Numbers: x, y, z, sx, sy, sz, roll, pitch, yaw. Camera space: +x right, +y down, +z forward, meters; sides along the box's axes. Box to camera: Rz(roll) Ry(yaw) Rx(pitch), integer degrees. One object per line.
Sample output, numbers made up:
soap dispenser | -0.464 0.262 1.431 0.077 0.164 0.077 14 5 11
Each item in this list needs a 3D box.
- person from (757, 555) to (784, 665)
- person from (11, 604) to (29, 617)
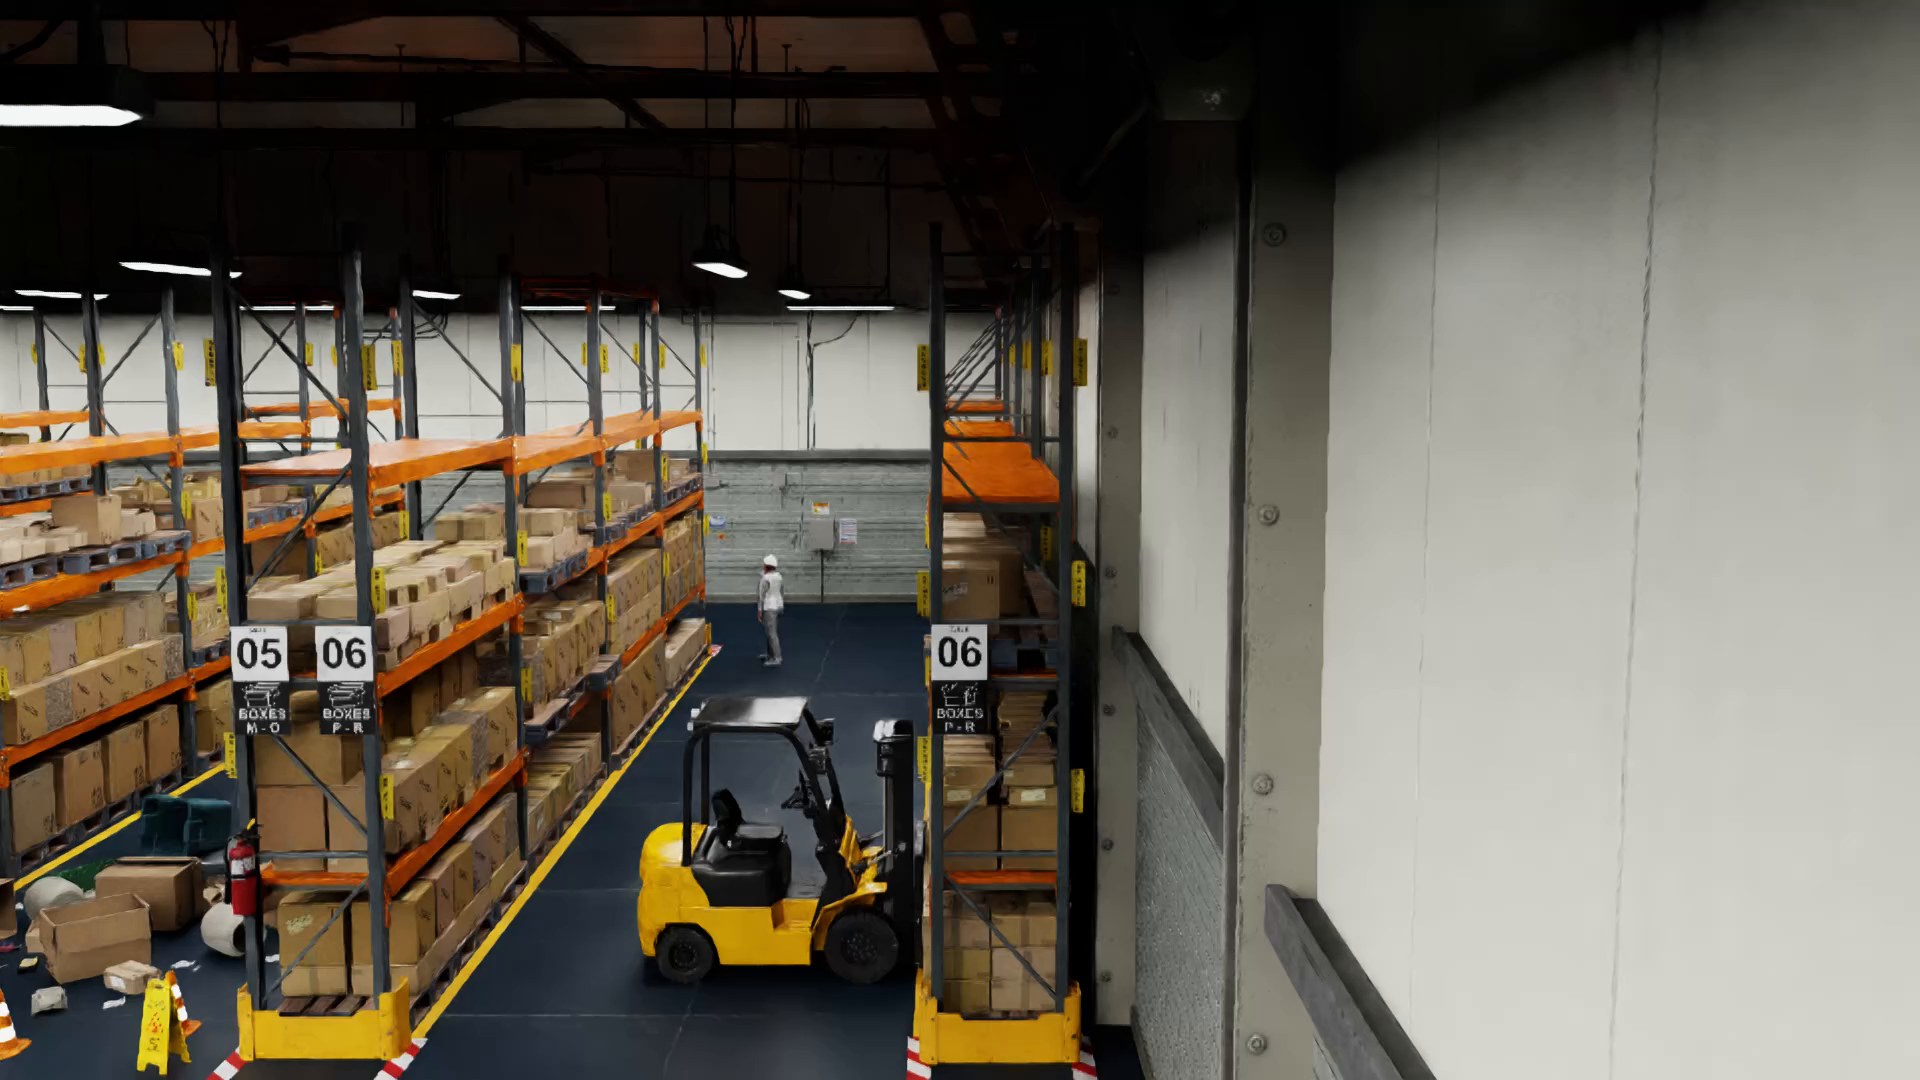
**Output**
person | -3.104 1.119 27.068 0.581 1.768 0.630 3 7 24
person | -12.720 1.672 22.706 0.591 1.716 1.042 0 7 -2
